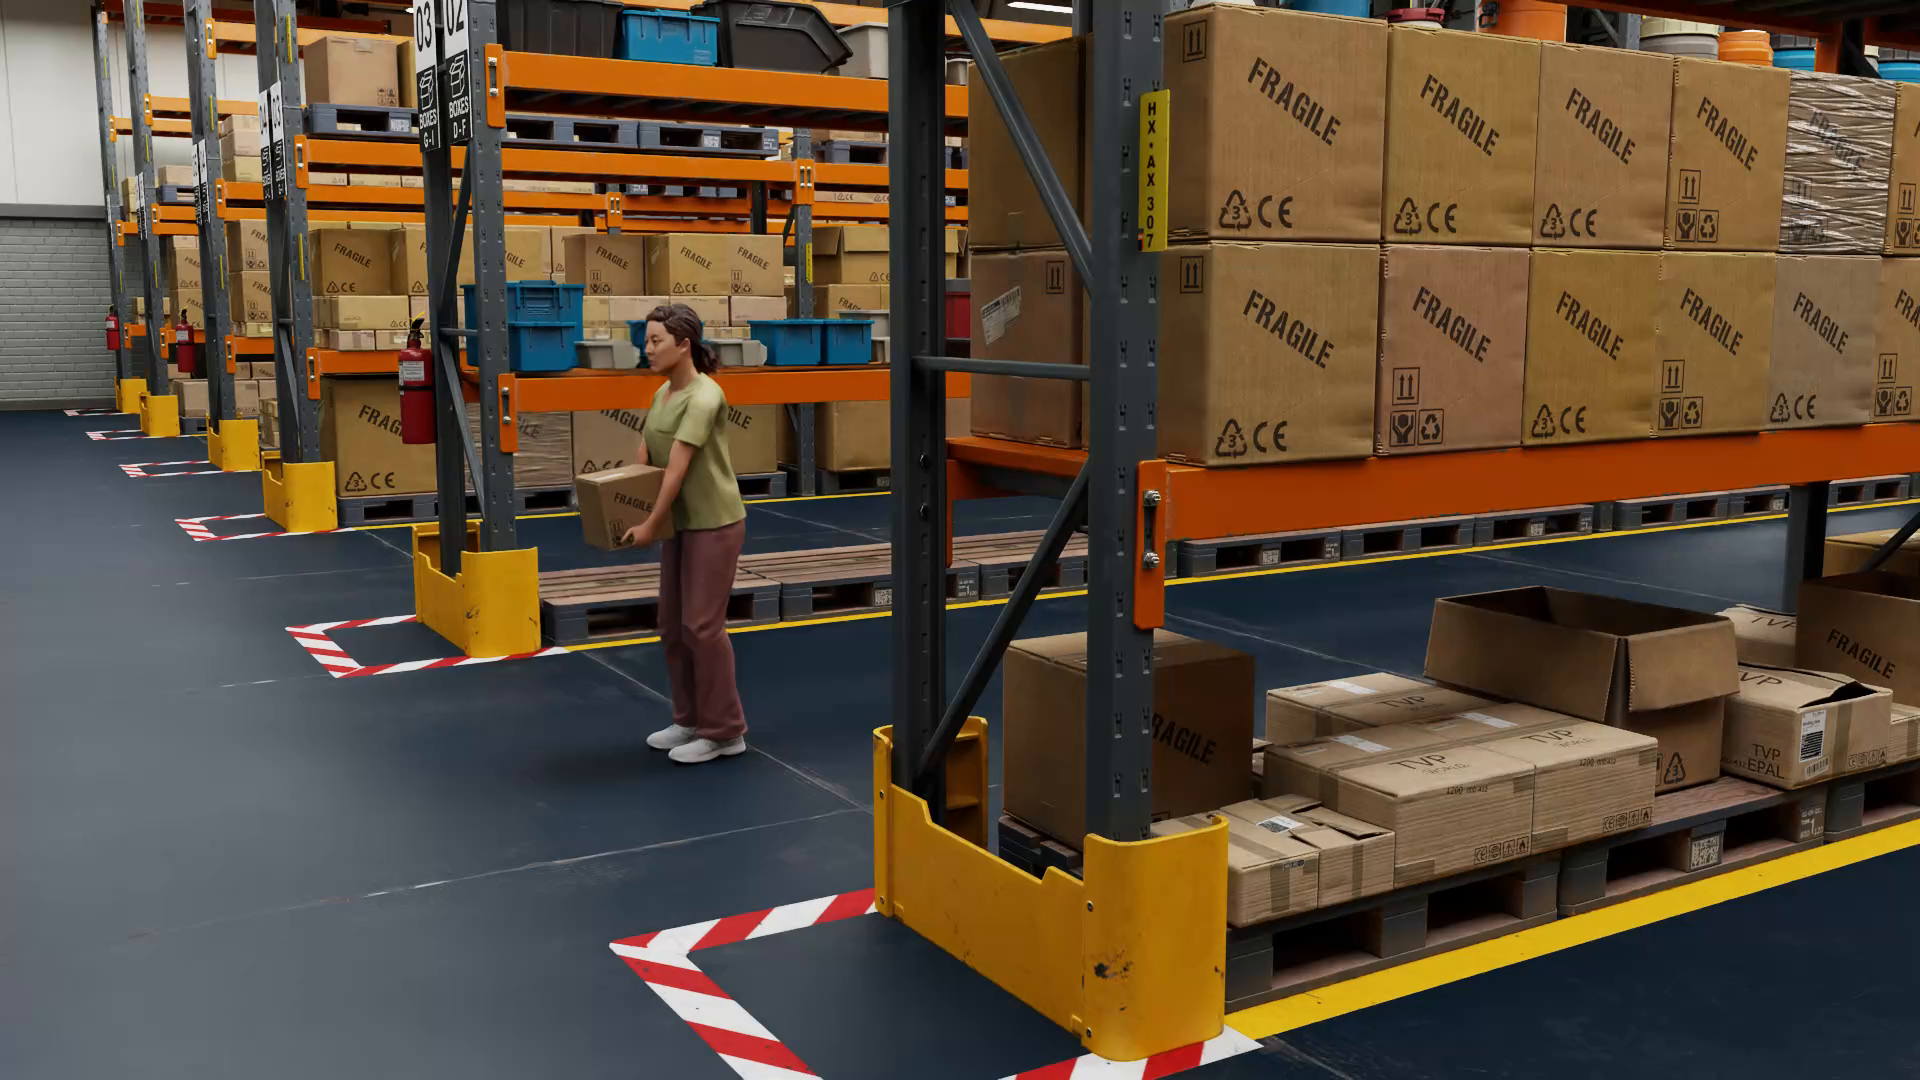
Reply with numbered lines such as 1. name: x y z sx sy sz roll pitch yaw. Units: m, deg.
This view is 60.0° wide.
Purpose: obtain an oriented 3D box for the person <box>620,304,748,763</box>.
1. person: -1.040 -0.023 6.065 0.512 1.661 0.409 -5 10 -32
